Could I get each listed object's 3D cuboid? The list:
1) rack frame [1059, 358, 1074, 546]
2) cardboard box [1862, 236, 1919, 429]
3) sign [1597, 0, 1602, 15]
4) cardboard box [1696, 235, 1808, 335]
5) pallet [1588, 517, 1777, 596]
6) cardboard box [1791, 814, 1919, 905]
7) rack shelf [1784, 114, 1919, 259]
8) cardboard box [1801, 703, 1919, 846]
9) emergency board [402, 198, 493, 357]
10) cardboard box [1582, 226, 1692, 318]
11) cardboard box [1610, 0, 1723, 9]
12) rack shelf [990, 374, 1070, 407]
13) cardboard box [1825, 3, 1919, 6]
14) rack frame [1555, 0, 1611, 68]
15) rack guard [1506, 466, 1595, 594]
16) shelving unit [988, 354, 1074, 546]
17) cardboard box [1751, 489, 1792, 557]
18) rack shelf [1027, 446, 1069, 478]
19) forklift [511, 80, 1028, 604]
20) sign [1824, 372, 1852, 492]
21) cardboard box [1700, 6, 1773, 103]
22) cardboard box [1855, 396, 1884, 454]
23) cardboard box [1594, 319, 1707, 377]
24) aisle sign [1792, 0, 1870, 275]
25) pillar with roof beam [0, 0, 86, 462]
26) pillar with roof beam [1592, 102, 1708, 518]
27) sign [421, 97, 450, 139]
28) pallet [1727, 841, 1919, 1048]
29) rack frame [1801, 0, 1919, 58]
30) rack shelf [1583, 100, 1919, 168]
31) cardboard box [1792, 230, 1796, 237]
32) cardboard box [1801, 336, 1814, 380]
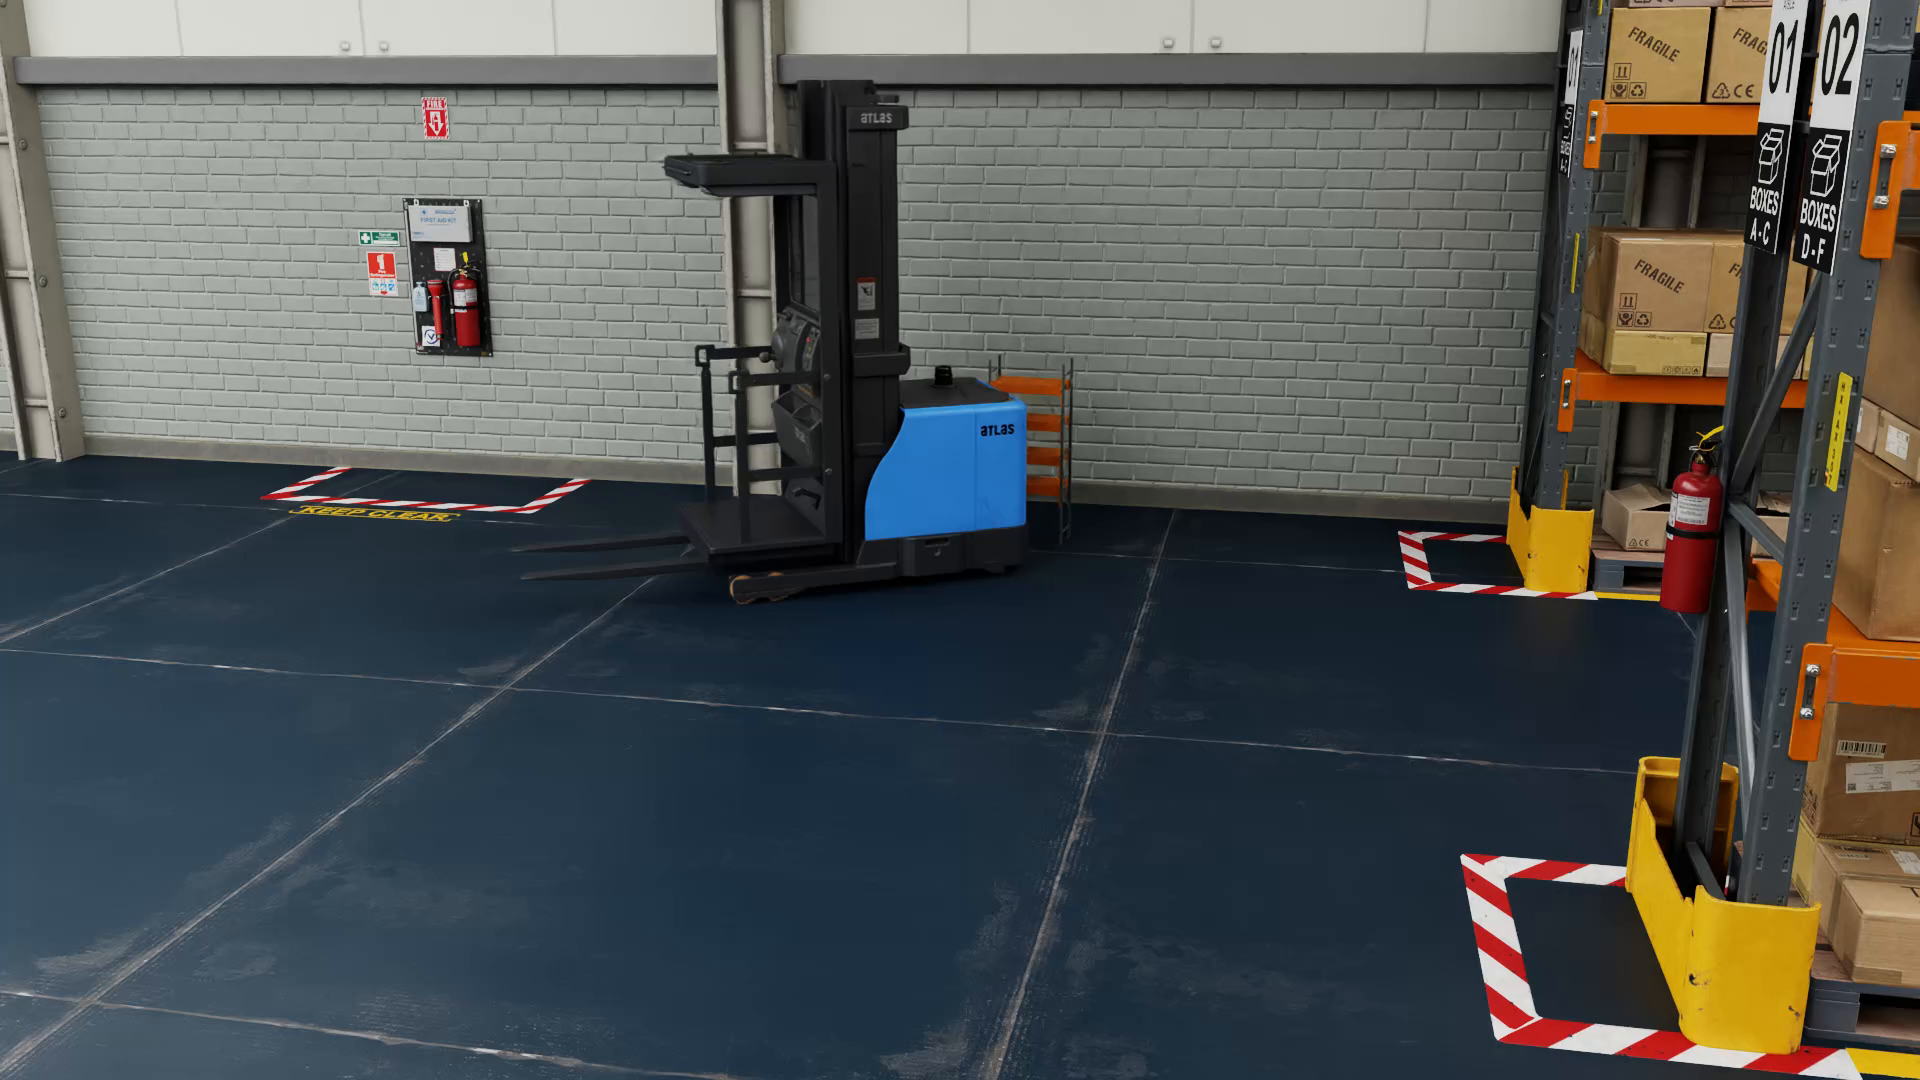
[{"bbox_3d":[0.690,-0.568,10.796,0.015,1.200,0.240,5,16,17],"label":"rack frame"},{"bbox_3d":[3.109,-0.638,5.058,0.500,0.500,0.700,3,16,11],"label":"cardboard box"},{"bbox_3d":[3.478,-3.016,9.006,0.005,0.325,0.100,3,16,11],"label":"sign"},{"bbox_3d":[4.476,-1.457,9.473,0.500,0.500,0.500,3,16,11],"label":"cardboard box"},{"bbox_3d":[4.449,0.109,10.204,1.213,0.211,1.003,3,16,11],"label":"pallet"},{"bbox_3d":[3.187,1.078,5.844,0.500,0.250,0.500,3,16,11],"label":"cardboard box"},{"bbox_3d":[4.562,-0.988,4.668,4.000,0.370,1.077,3,16,11],"label":"rack shelf"},{"bbox_3d":[3.187,0.717,5.746,0.500,0.500,0.500,3,16,11],"label":"cardboard box"},{"bbox_3d":[-3.850,-1.941,12.381,0.643,1.169,0.194,3,16,11],"label":"emergency board"},{"bbox_3d":[4.090,-1.621,10.063,0.500,0.500,0.500,3,16,10],"label":"cardboard box"},{"bbox_3d":[3.915,-3.193,9.183,0.500,0.500,0.500,2,16,7],"label":"cardboard box"},{"bbox_3d":[0.458,-0.967,10.764,0.480,0.148,0.258,5,16,17],"label":"rack shelf"},{"bbox_3d":[4.901,-3.129,8.950,0.500,0.500,0.500,4,16,13],"label":"cardboard box"},{"bbox_3d":[3.586,-4.183,9.235,0.127,3.000,1.000,3,16,11],"label":"rack frame"},{"bbox_3d":[3.660,-0.083,10.355,0.348,0.500,1.175,3,16,11],"label":"rack guard"},{"bbox_3d":[0.458,-0.589,10.869,0.503,1.200,0.258,5,16,17],"label":"shelving unit"},{"bbox_3d":[4.805,-0.117,10.009,0.500,0.311,0.500,4,16,16],"label":"cardboard box"},{"bbox_3d":[0.458,-0.524,10.887,0.480,0.148,0.258,5,16,17],"label":"rack shelf"},{"bbox_3d":[-1.155,-1.198,9.827,3.031,2.935,1.130,-5,16,-19],"label":"forklift"},{"bbox_3d":[2.486,-0.306,4.708,0.005,0.325,0.100,3,16,11],"label":"sign"},{"bbox_3d":[4.383,-2.674,9.182,0.500,0.500,0.500,4,16,15],"label":"cardboard box"},{"bbox_3d":[3.015,-0.386,5.363,0.250,0.149,0.380,3,16,10],"label":"cardboard box"},{"bbox_3d":[4.001,-1.120,9.659,0.500,0.250,0.500,3,16,9],"label":"cardboard box"},{"bbox_3d":[2.477,-1.172,4.733,0.004,0.787,0.394,3,16,11],"label":"aisle sign"},{"bbox_3d":[-8.173,-3.884,8.156,0.400,9.000,9.100,3,16,11],"label":"pillar with roof beam"},{"bbox_3d":[3.586,-3.246,5.852,0.400,9.000,9.100,3,16,11],"label":"pillar with roof beam"},{"bbox_3d":[-3.838,-3.085,12.167,0.199,0.298,0.001,3,16,11],"label":"sign"},{"bbox_3d":[3.360,1.378,5.622,1.213,0.211,1.003,3,16,11],"label":"pallet"},{"bbox_3d":[2.602,-2.887,4.556,0.127,3.000,1.000,3,16,11],"label":"rack frame"},{"bbox_3d":[5.546,-2.284,9.347,4.000,0.370,1.077,3,16,11],"label":"rack shelf"},{"bbox_3d":[5.089,-1.565,9.862,0.500,0.500,0.500,3,16,10],"label":"cardboard box"},{"bbox_3d":[5.010,-1.067,9.470,0.500,0.250,0.500,3,16,10],"label":"cardboard box"}]
